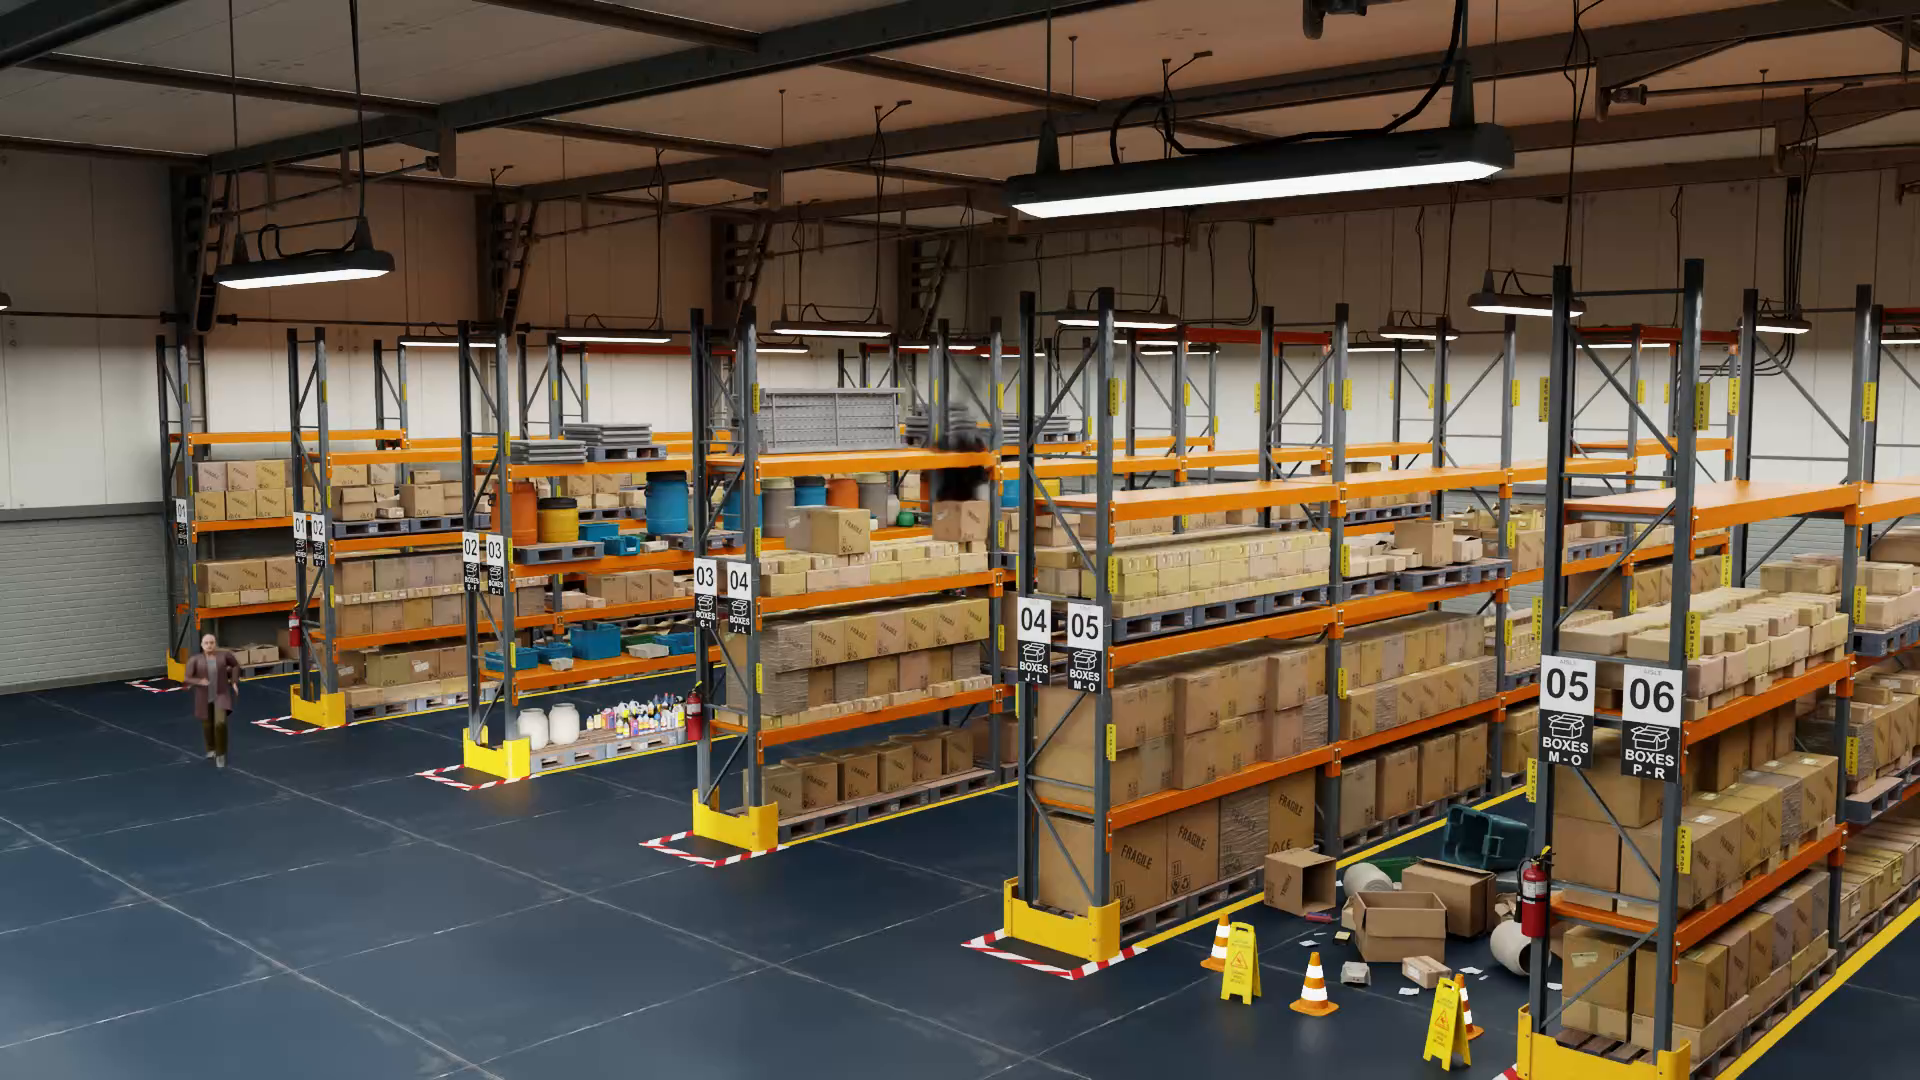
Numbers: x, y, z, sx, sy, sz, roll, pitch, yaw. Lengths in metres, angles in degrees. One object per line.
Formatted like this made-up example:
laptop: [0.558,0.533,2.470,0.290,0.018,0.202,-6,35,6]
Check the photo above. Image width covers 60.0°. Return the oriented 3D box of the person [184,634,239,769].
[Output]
person: [-10.105,2.178,22.478,0.668,1.834,0.907,-2,6,-22]

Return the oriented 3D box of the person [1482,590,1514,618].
person: [9.515,1.631,29.413,0.590,1.545,0.644,1,6,14]

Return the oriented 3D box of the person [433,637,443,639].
person: [-9.116,1.645,28.945,0.538,1.605,0.877,3,6,31]
